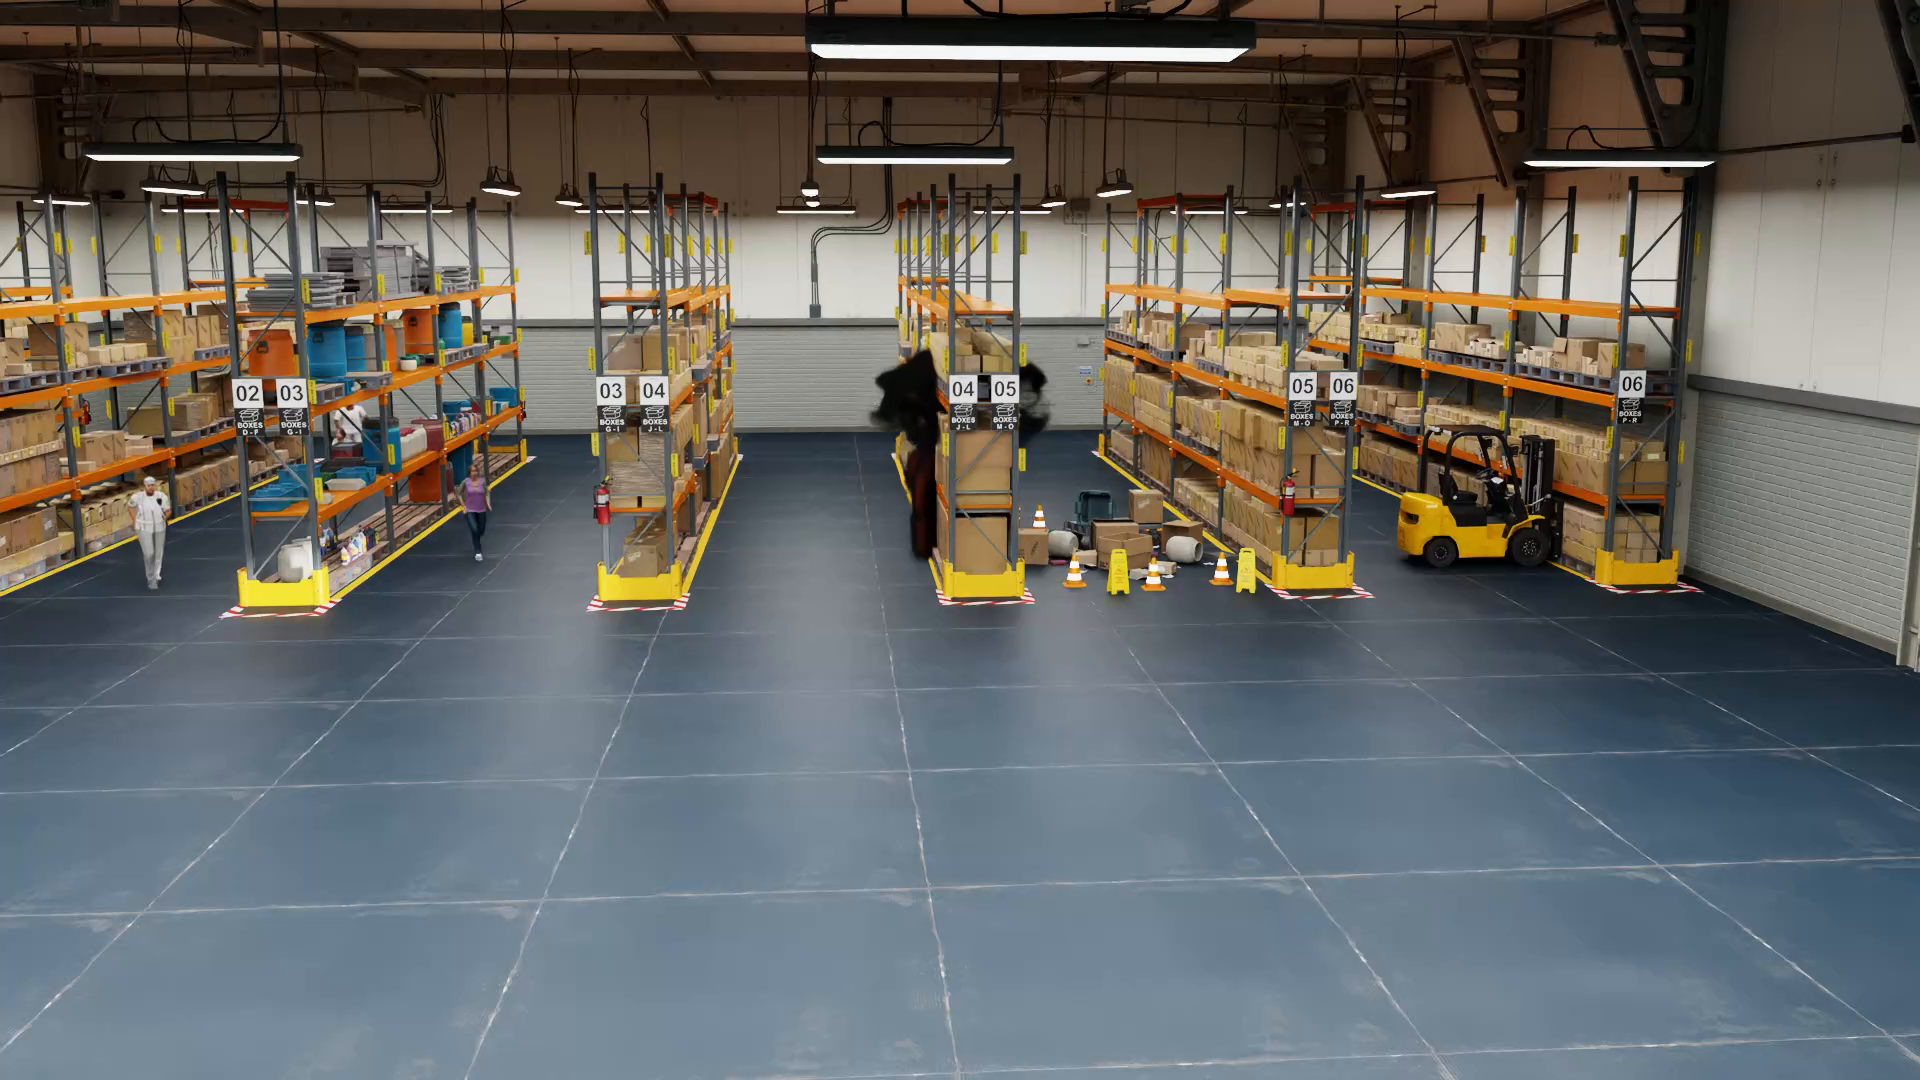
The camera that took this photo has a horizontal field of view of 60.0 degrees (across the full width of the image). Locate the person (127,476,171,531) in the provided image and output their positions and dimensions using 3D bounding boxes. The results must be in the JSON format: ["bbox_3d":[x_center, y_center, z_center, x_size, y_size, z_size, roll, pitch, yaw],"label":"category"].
[{"bbox_3d":[-11.934,-0.526,24.554,0.537,0.824,0.629,-9,13,-40],"label":"person"}]

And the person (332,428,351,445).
[{"bbox_3d":[-11.935,-1.393,32.098,0.538,1.556,0.574,-1,10,-4],"label":"person"}]

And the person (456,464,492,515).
[{"bbox_3d":[-7.826,-0.821,26.783,0.525,0.803,0.421,-5,11,-27],"label":"person"}]
